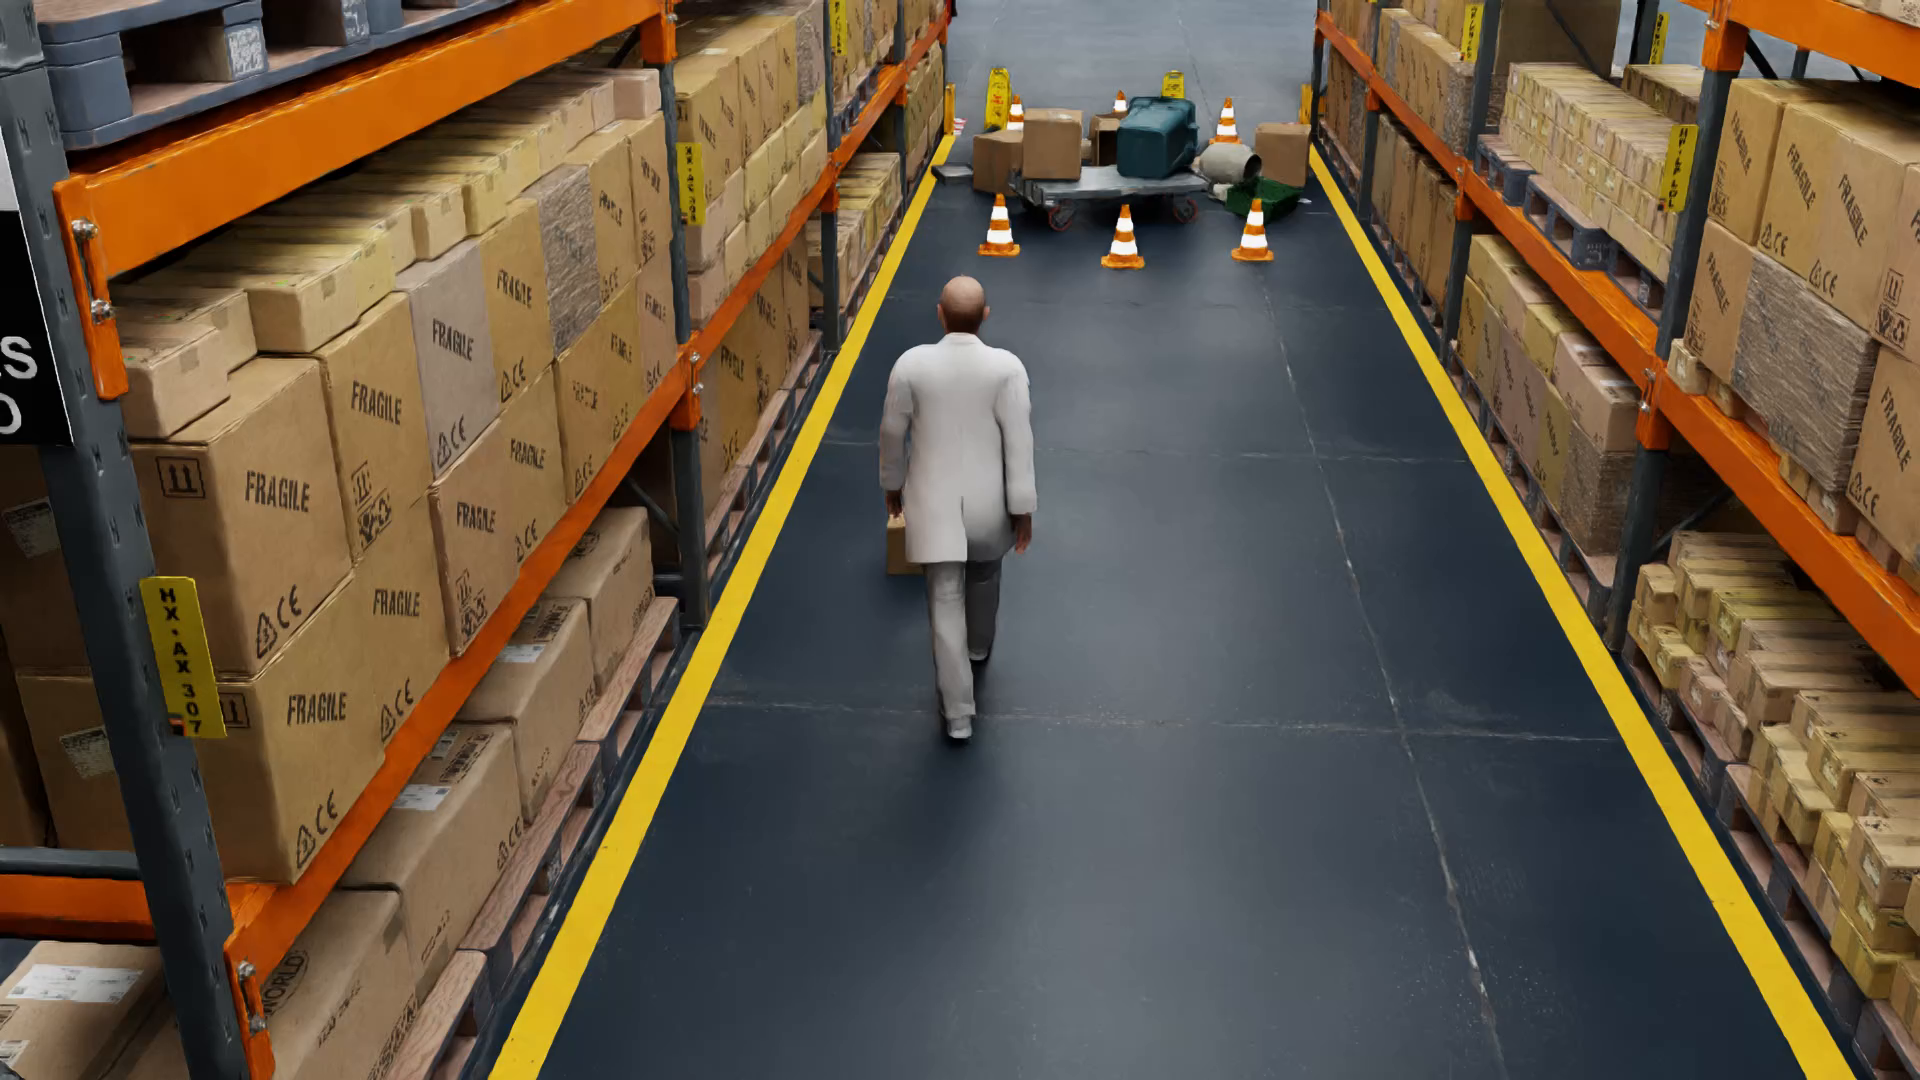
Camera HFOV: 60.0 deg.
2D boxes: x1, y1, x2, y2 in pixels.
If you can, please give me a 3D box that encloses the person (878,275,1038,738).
[{"bbox_3d":[-0.016,-0.205,6.583,0.607,1.730,1.033,-1,24,-3],"label":"person"}]
